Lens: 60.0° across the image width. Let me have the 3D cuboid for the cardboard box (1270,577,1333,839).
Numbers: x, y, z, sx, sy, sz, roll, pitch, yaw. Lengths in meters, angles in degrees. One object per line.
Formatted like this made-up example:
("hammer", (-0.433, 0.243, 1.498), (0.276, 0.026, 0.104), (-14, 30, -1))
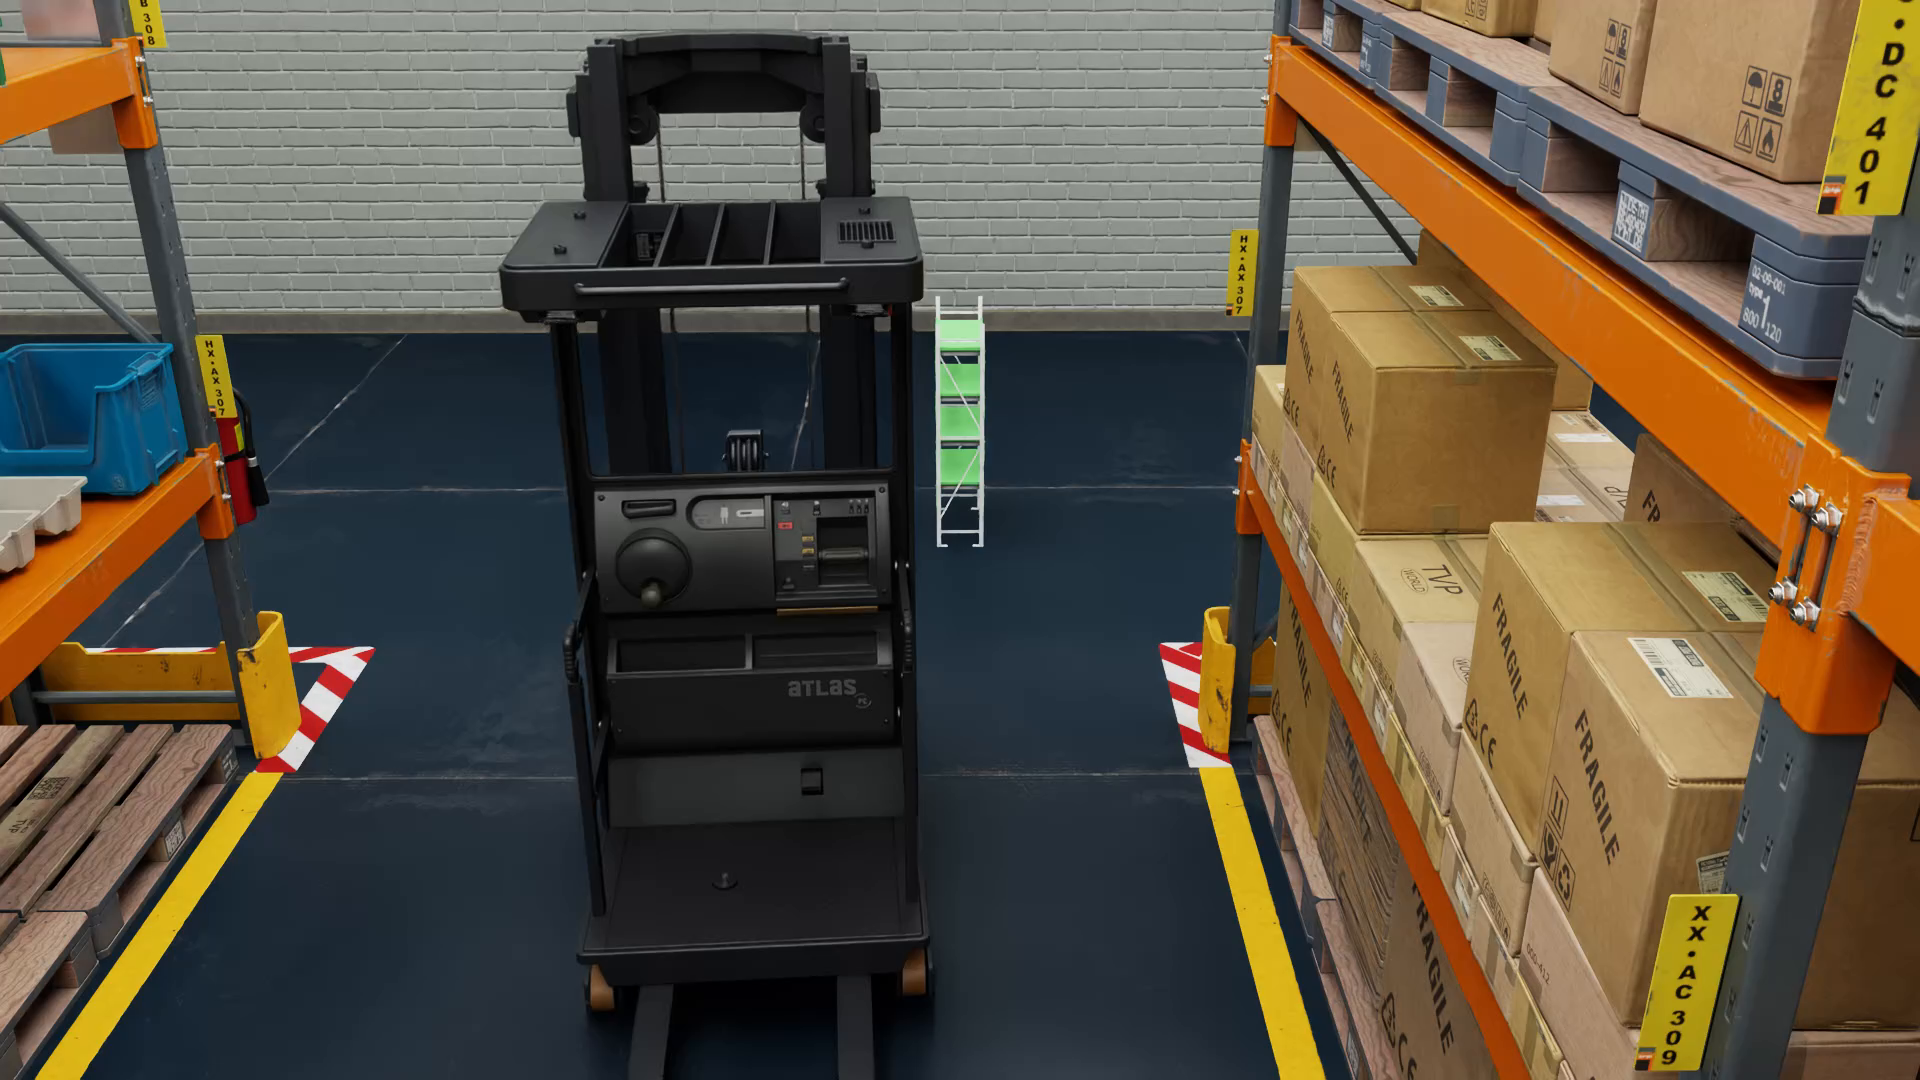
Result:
("cardboard box", (1.684, 0.485, 6.105), (0.875, 0.875, 0.875), (0, 24, -1))

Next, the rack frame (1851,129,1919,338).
("rack frame", (1.640, -1.640, 1.456), (1.000, 3.000, 0.127), (0, 24, -1))

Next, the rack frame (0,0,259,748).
("rack frame", (-3.356, -0.532, 6.287), (1.000, 3.000, 0.127), (0, 24, -1))

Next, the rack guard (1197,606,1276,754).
("rack guard", (1.596, 0.574, 6.873), (1.175, 0.500, 0.348), (0, 24, -1))

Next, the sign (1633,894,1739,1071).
("sign", (1.085, 0.666, 2.491), (0.100, 0.325, 0.005), (0, 24, -1))

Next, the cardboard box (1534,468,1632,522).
("cardboard box", (1.878, -0.005, 4.941), (0.500, 0.250, 0.500), (-1, 24, -2))

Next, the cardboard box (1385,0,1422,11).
("cardboard box", (1.542, -1.757, 4.604), (0.700, 0.500, 0.500), (-1, 24, -2))

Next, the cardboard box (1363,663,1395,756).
("cardboard box", (1.293, 0.449, 4.421), (0.380, 0.149, 0.250), (0, 24, 0))

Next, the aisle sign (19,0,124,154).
("aisle sign", (-3.064, -1.748, 5.820), (0.394, 0.787, 0.004), (0, 24, -1))

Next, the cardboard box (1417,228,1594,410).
("cardboard box", (1.865, -0.764, 5.710), (0.500, 0.500, 0.500), (0, 24, 0))

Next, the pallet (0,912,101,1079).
("pallet", (-3.375, 1.580, 5.001), (1.003, 0.211, 1.213), (0, 24, -1))

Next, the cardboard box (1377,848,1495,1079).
("cardboard box", (1.703, 1.227, 4.466), (0.875, 0.875, 0.875), (0, 24, -1))

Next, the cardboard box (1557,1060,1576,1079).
("cardboard box", (1.309, 1.084, 3.018), (0.380, 0.149, 0.250), (0, 24, 0))

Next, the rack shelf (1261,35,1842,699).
("rack shelf", (1.618, -0.770, 4.044), (1.077, 0.370, 4.000), (0, 24, -1))

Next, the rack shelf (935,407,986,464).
("rack shelf", (-0.002, -0.557, 8.680), (0.258, 0.148, 0.480), (0, 24, -1))

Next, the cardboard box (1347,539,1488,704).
("cardboard box", (1.357, 0.213, 4.459), (0.500, 0.250, 0.500), (-1, 24, -2))

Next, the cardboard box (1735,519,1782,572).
("cardboard box", (1.893, 0.283, 3.395), (0.500, 0.500, 0.500), (0, 24, -1))

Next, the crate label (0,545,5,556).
("crate label", (-3.150, 0.130, 5.070), (0.396, 0.136, 0.243), (0, 24, -1))

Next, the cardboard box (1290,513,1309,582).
("cardboard box", (1.282, 0.026, 5.357), (0.380, 0.149, 0.250), (-1, 24, -1))

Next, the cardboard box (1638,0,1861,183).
("cardboard box", (1.572, -0.878, 2.659), (0.700, 0.500, 0.500), (-2, 24, -4))

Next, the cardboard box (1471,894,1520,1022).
("cardboard box", (1.304, 0.872, 3.487), (0.380, 0.149, 0.250), (-1, 24, -1))

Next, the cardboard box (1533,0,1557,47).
("cardboard box", (1.707, -1.315, 3.626), (0.700, 0.500, 0.500), (1, 24, 2))

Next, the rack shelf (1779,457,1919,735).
("rack shelf", (1.662, 0.879, 0.400), (1.077, 0.370, 4.000), (0, 24, -1))

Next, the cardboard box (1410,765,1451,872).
("cardboard box", (1.298, 0.660, 3.956), (0.380, 0.149, 0.250), (0, 24, 0))

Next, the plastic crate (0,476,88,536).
("plastic crate", (-3.166, -0.104, 5.588), (0.396, 0.136, 0.243), (0, 24, -1))

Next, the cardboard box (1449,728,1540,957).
("cardboard box", (1.365, 0.632, 3.533), (0.500, 0.250, 0.500), (0, 24, 1))

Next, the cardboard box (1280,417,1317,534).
("cardboard box", (1.344, -0.209, 5.393), (0.500, 0.250, 0.500), (-1, 24, -1))

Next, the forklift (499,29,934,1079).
("forklift", (-0.669, 0.047, 5.090), (1.130, 2.935, 3.031), (-2, 24, -4))

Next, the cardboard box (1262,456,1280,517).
("cardboard box", (1.275, -0.187, 5.828), (0.380, 0.149, 0.250), (-1, 24, -1))

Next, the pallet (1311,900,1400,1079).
("pallet", (1.694, 1.546, 5.075), (1.003, 0.211, 1.213), (0, 24, -1))

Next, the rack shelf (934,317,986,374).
("rack shelf", (-0.002, -0.994, 8.482), (0.258, 0.148, 0.480), (0, 24, -1))

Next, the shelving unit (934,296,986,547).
("shelving unit", (-0.002, -0.615, 8.654), (0.258, 1.200, 0.503), (0, 24, -1))

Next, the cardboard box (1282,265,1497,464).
("cardboard box", (1.337, -0.559, 5.256), (0.500, 0.500, 0.500), (-1, 24, -2))

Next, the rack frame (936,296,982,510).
("rack frame", (-0.004, -0.715, 8.876), (0.240, 1.200, 0.015), (0, 24, -1))

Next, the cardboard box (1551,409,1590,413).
("cardboard box", (1.867, -0.423, 5.867), (0.500, 0.250, 0.500), (-1, 24, -1))

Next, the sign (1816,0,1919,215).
("sign", (1.085, -0.542, 1.944), (0.100, 0.325, 0.005), (0, 24, -1))

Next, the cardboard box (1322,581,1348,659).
("cardboard box", (1.287, 0.237, 4.890), (0.380, 0.149, 0.250), (-1, 24, -1))

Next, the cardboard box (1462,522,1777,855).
("cardboard box", (1.367, 0.290, 3.380), (0.500, 0.500, 0.500), (0, 24, 0))

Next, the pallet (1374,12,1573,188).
("pallet", (1.631, -1.071, 3.947), (1.003, 0.211, 1.213), (0, 24, -1))

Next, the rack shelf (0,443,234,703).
("rack shelf", (-3.334, 0.619, 4.613), (1.077, 0.370, 4.000), (0, 24, -1))

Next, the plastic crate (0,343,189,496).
("plastic crate", (-3.166, -0.439, 5.964), (0.616, 0.435, 0.499), (0, 24, -1))
